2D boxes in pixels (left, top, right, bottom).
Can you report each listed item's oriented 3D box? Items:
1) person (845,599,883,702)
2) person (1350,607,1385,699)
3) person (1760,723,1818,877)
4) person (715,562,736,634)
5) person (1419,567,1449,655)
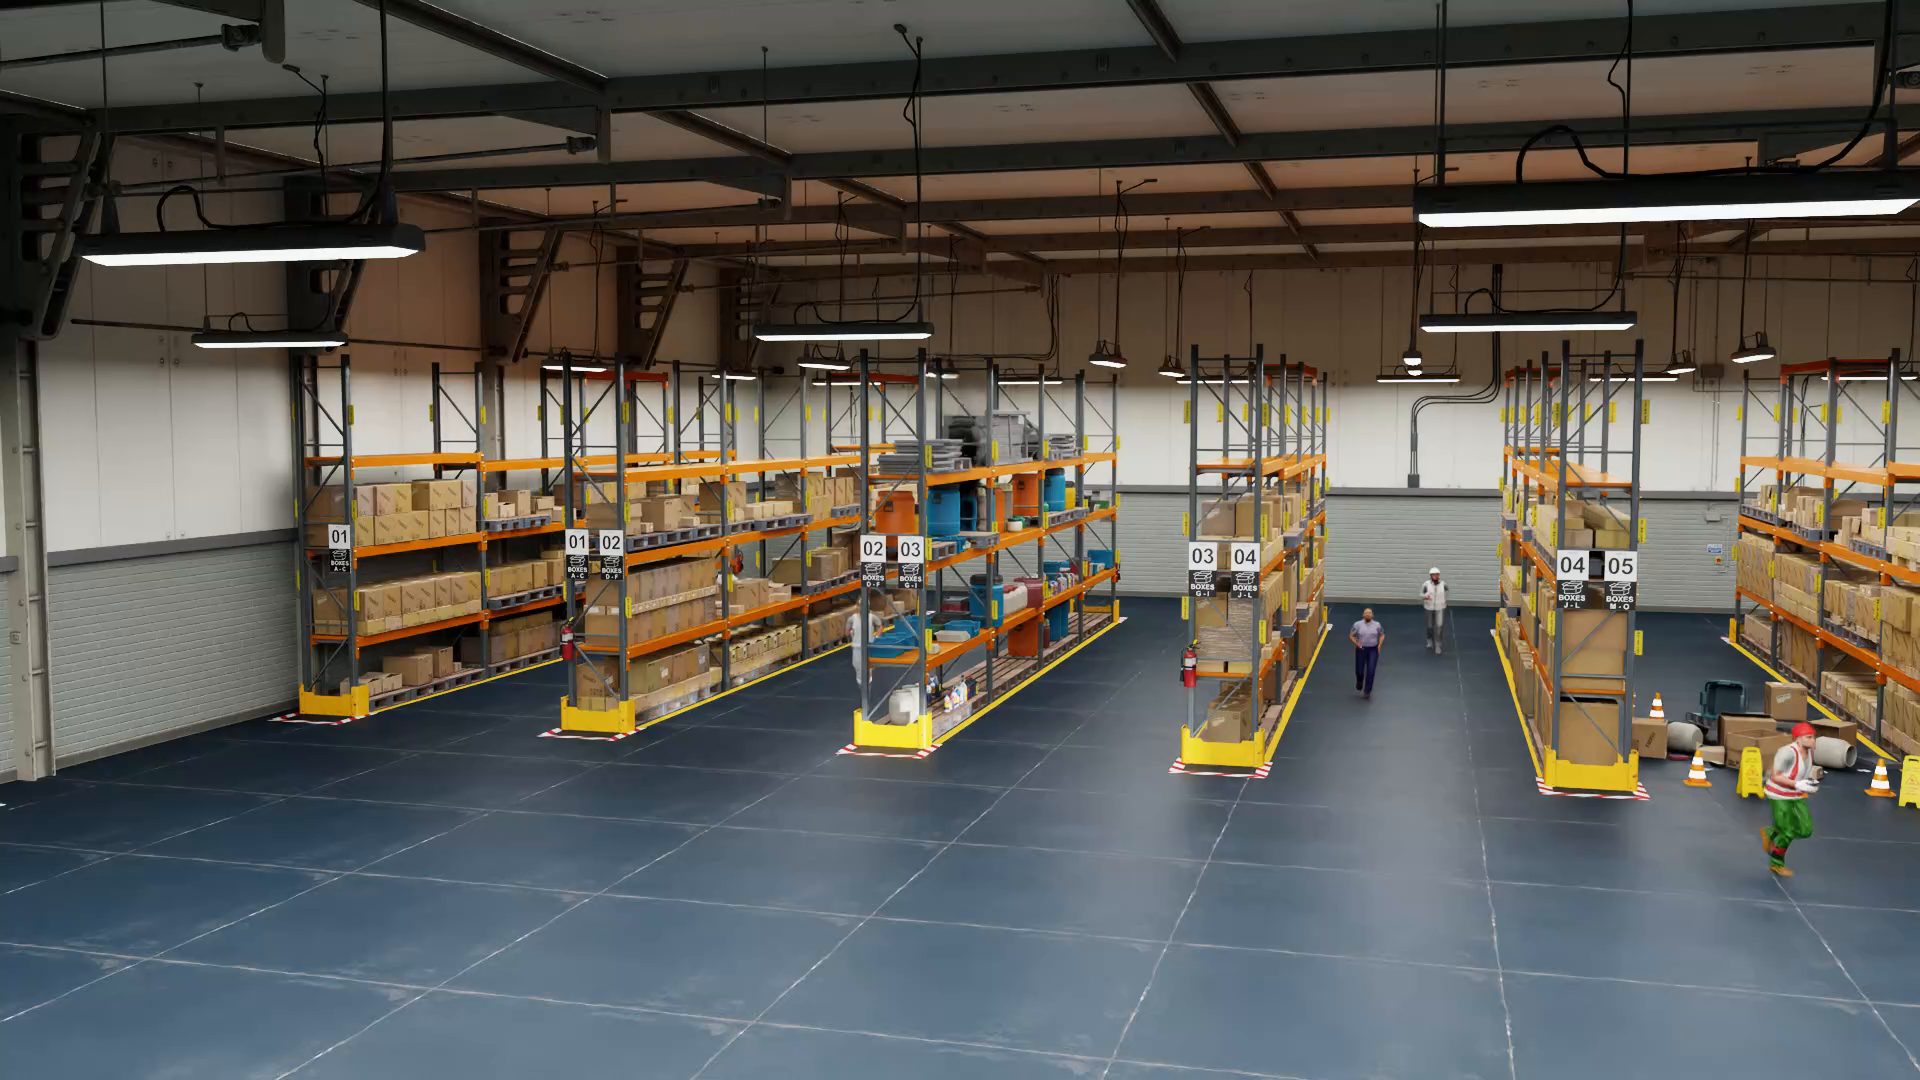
[{"bbox_3d":[-1.698,1.925,29.096,0.632,1.824,0.705,1,4,7],"label":"person"},{"bbox_3d":[7.232,1.992,29.534,0.608,1.607,0.611,1,4,10],"label":"person"},{"bbox_3d":[9.004,2.808,18.032,0.637,1.719,0.720,-2,5,-25],"label":"person"},{"bbox_3d":[-5.352,1.322,37.837,0.552,1.662,0.628,0,4,2],"label":"person"},{"bbox_3d":[10.037,1.469,35.235,0.610,1.804,0.889,1,4,15],"label":"person"}]
